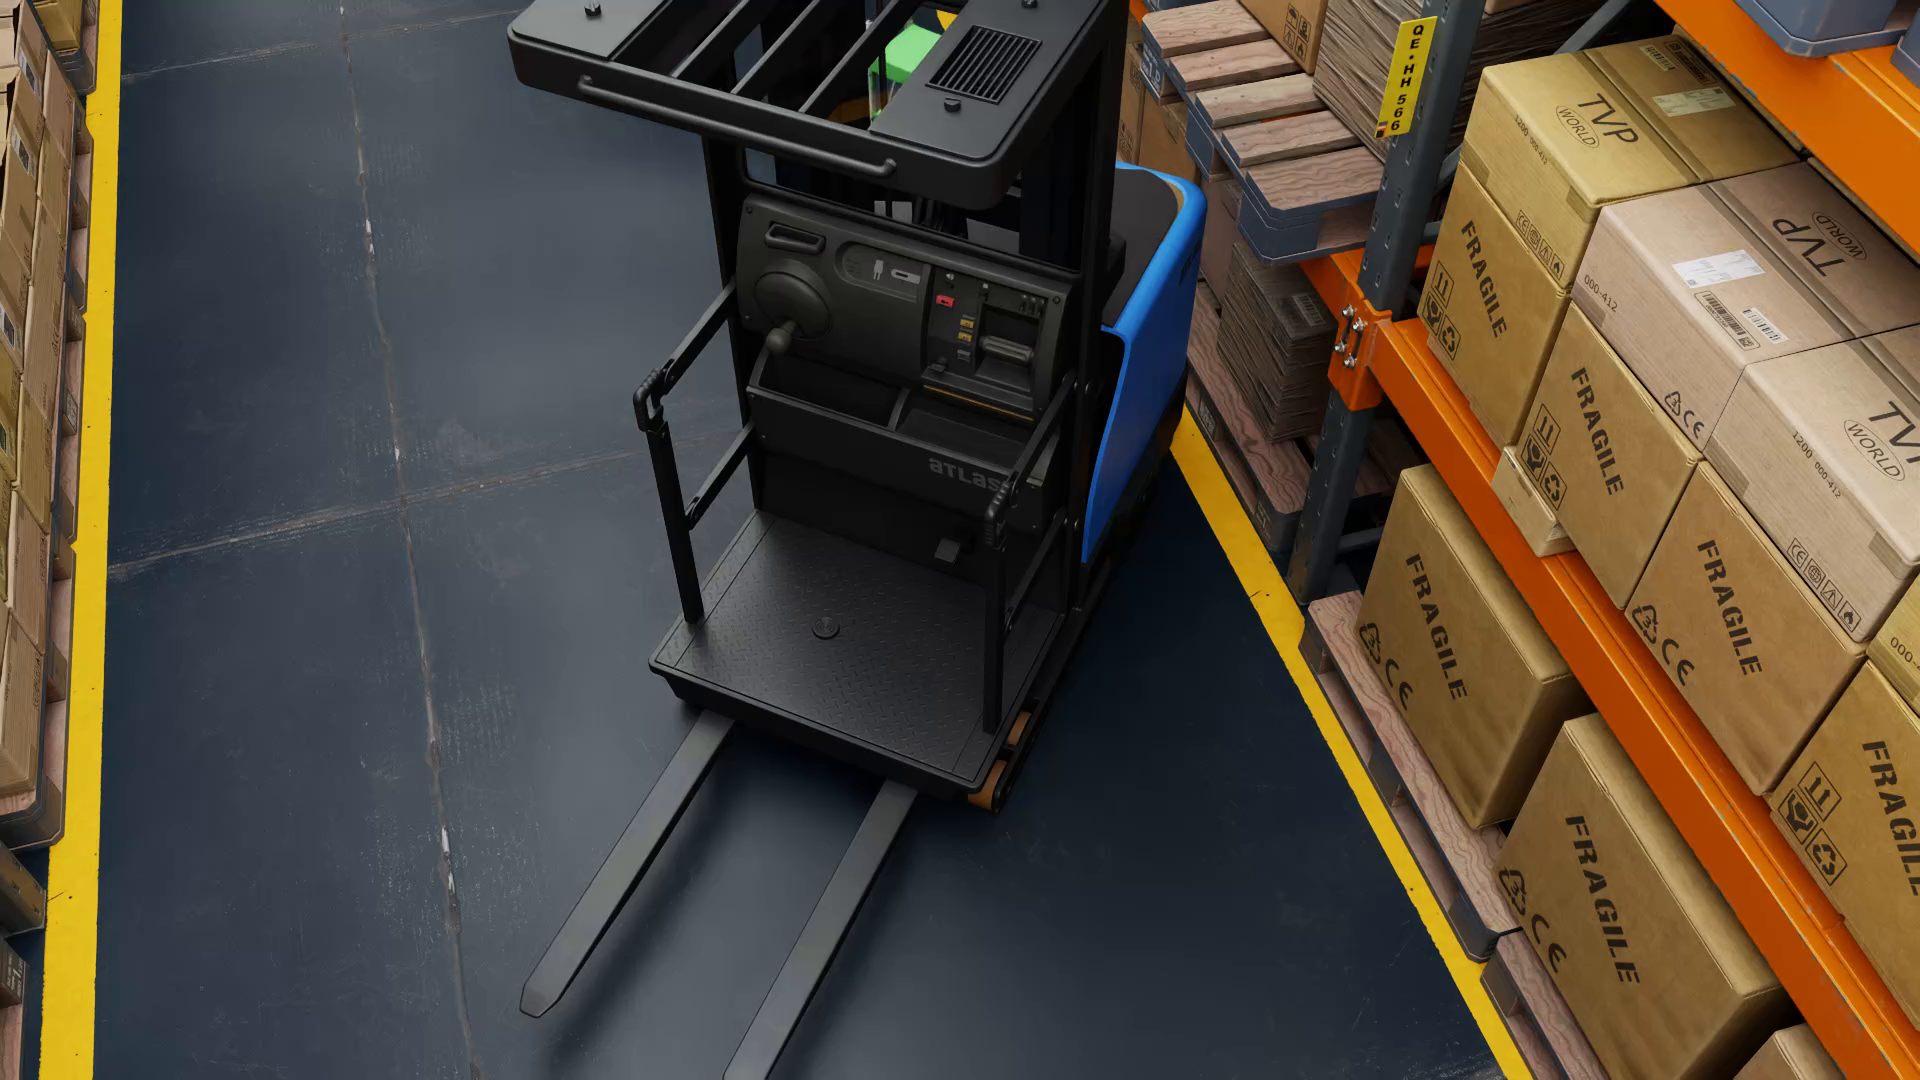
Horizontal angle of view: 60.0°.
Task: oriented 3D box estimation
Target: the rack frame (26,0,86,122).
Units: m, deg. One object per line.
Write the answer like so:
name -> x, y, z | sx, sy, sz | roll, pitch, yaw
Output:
rack frame -> -4.319, -2.696, 6.061 | 1.000, 3.000, 0.127 | -13, 51, -11

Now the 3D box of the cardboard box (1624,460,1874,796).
cardboard box -> 1.786, 0.128, 3.407 | 0.500, 0.500, 0.500 | -14, 51, -11

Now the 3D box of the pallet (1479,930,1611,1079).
pallet -> 2.114, 1.484, 4.361 | 1.003, 0.211, 1.213 | -13, 51, -11

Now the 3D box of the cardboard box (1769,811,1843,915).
cardboard box -> 1.935, 0.588, 3.444 | 0.380, 0.149, 0.250 | -13, 51, -11

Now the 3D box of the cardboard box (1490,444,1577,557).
cardboard box -> 1.535, -0.131, 4.049 | 0.380, 0.149, 0.250 | -12, 51, -10

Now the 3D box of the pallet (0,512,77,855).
pallet -> -3.342, 0.514, 5.178 | 1.003, 0.211, 1.213 | -13, 51, -11

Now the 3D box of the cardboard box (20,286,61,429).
cardboard box -> -3.470, -0.592, 5.811 | 0.500, 0.250, 0.500 | -12, 51, -10

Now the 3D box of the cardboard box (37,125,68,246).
cardboard box -> -3.771, -1.338, 6.440 | 0.500, 0.250, 0.500 | -14, 51, -12

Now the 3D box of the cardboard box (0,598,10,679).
cardboard box -> -3.010, 0.347, 4.653 | 0.500, 0.311, 0.500 | -12, 51, -10

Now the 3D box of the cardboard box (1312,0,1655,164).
cardboard box -> 1.447, -1.412, 4.626 | 0.700, 0.500, 0.500 | -19, 52, -15

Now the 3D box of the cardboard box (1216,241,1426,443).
cardboard box -> 1.333, -0.747, 5.765 | 0.700, 0.500, 0.500 | -13, 51, -10

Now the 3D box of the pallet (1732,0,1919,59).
pallet -> 1.836, -1.345, 3.084 | 1.213, 0.211, 1.003 | -11, 51, -9

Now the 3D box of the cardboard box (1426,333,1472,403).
cardboard box -> 1.471, -0.530, 4.386 | 0.380, 0.149, 0.250 | -14, 51, -12

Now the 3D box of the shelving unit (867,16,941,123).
shelving unit -> -0.048, -1.340, 6.095 | 0.503, 1.200, 0.258 | 29, 56, 22

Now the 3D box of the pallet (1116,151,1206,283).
pallet -> 1.009, -1.459, 6.842 | 1.003, 0.211, 1.213 | -13, 51, -11

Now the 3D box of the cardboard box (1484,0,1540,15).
cardboard box -> 1.465, -1.526, 4.297 | 0.380, 0.149, 0.250 | -19, 53, -16

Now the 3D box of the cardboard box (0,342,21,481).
cardboard box -> -3.322, -0.408, 5.289 | 0.500, 0.311, 0.500 | -15, 51, -12

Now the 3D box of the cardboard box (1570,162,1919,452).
cardboard box -> 1.643, -0.491, 3.439 | 0.500, 0.250, 0.500 | -14, 51, -11

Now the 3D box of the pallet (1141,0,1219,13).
pallet -> 0.971, -2.272, 5.829 | 1.003, 0.211, 1.213 | -13, 51, -11

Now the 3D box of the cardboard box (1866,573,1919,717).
cardboard box -> 1.952, 0.244, 2.819 | 0.500, 0.250, 0.500 | -14, 51, -12

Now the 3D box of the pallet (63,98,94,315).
pallet -> -4.063, -1.268, 6.681 | 1.003, 0.211, 1.213 | -13, 51, -11

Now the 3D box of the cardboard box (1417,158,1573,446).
cardboard box -> 1.495, -0.619, 4.037 | 0.500, 0.500, 0.500 | -12, 51, -10

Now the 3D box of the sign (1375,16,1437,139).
sign -> 1.080, -1.115, 4.023 | 0.100, 0.325, 0.005 | -13, 51, -11

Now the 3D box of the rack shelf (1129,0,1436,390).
rack shelf -> 1.004, -2.126, 6.051 | 1.077, 0.370, 4.000 | -13, 51, -11

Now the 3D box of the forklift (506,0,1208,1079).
forklift -> -0.252, -0.510, 4.263 | 1.130, 2.935, 3.031 | 19, 52, 15

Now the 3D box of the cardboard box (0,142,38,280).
cardboard box -> -3.620, -1.151, 5.916 | 0.500, 0.311, 0.500 | -13, 51, -11

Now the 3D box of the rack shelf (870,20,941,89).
rack shelf -> -0.048, -1.609, 5.777 | 0.480, 0.148, 0.258 | 29, 56, 22

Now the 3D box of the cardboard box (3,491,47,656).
cardboard box -> -3.159, 0.161, 5.176 | 0.500, 0.250, 0.500 | -15, 51, -12

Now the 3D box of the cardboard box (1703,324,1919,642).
cardboard box -> 1.795, -0.127, 3.132 | 0.500, 0.250, 0.500 | -13, 51, -11

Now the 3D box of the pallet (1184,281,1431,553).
pallet -> 1.366, -0.570, 6.092 | 1.003, 0.211, 1.213 | -13, 51, -11

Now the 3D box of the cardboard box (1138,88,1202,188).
cardboard box -> 1.117, -1.506, 6.405 | 0.700, 0.500, 0.500 | -14, 51, -11

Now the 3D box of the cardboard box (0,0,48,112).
cardboard box -> -3.925, -1.895, 6.542 | 0.500, 0.311, 0.500 | -13, 51, -11

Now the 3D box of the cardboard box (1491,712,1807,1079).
cardboard box -> 1.940, 0.868, 4.188 | 0.750, 0.750, 0.750 | -14, 51, -11
